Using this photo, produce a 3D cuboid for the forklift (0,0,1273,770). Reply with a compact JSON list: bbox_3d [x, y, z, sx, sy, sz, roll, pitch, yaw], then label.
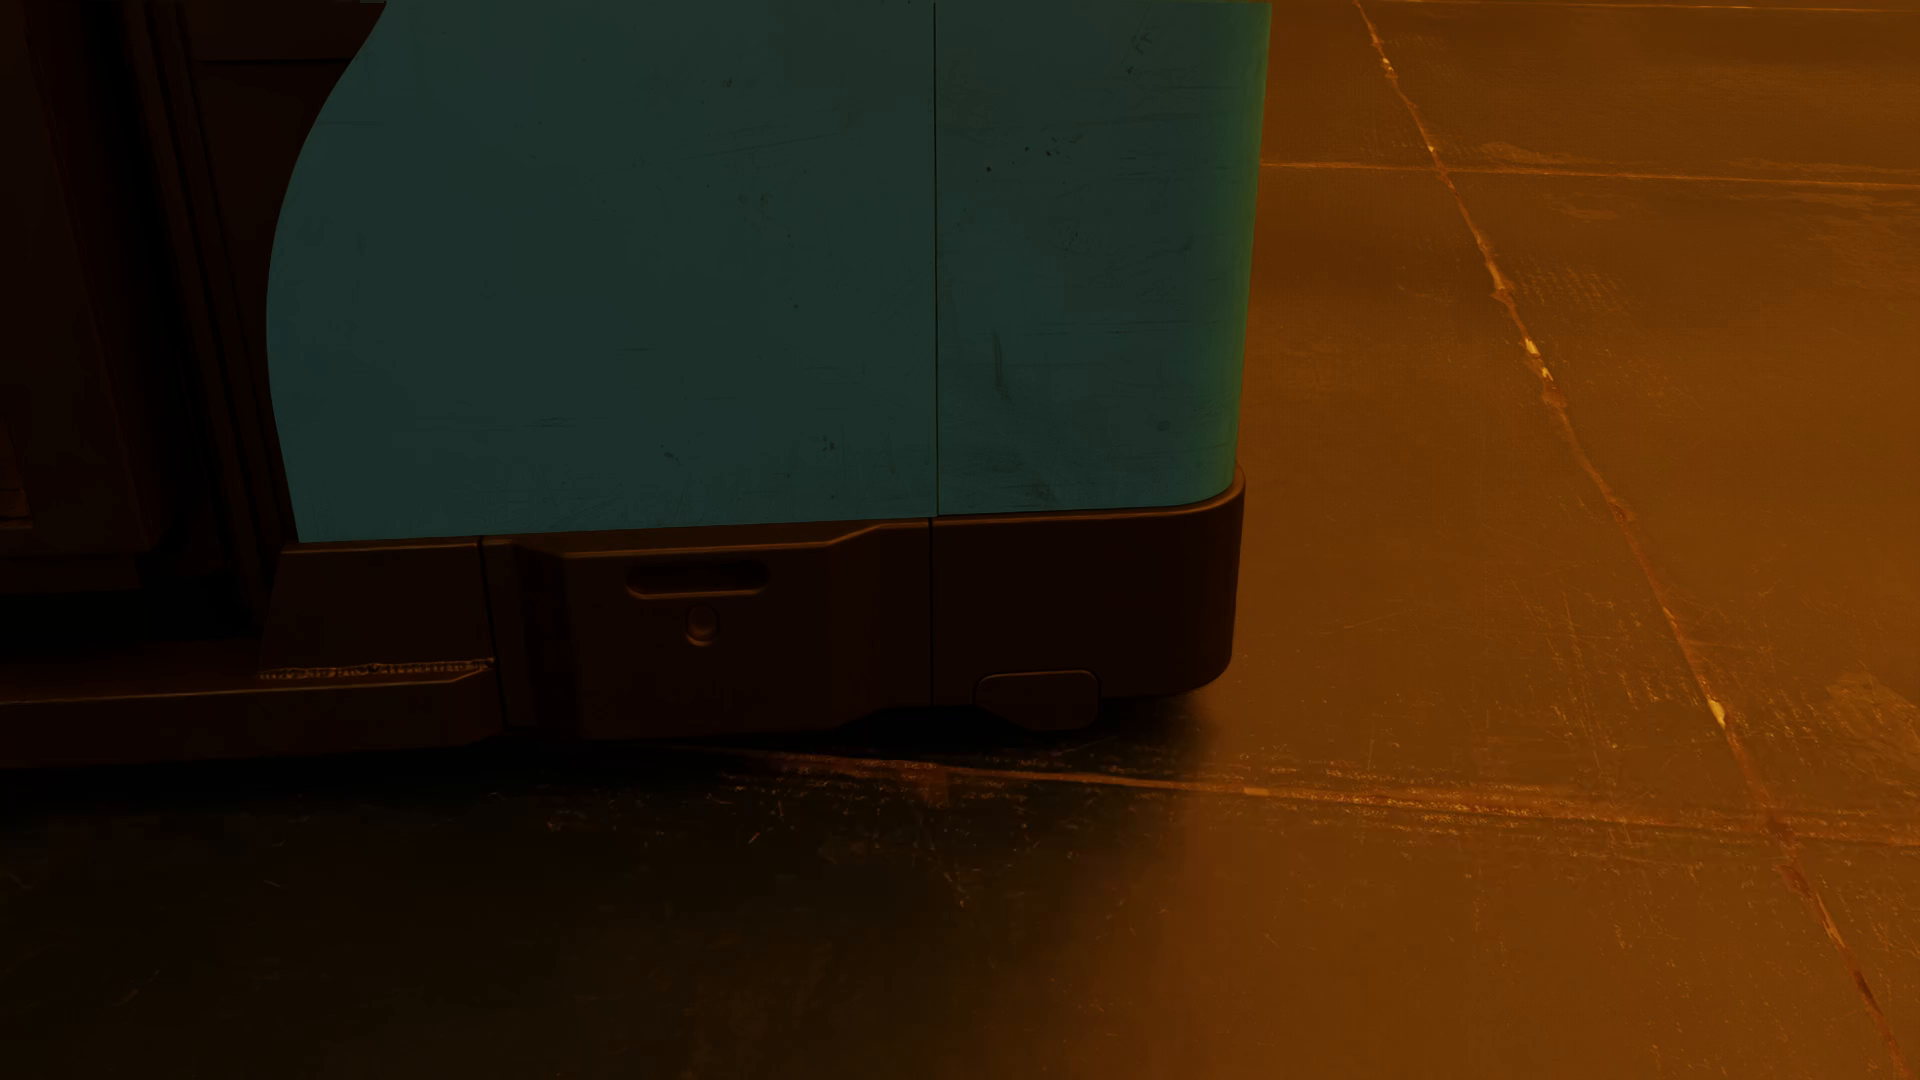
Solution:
[{"bbox_3d":[-1.213,-1.237,1.696,3.031,2.935,1.130,-2,27,-5],"label":"forklift"}]
